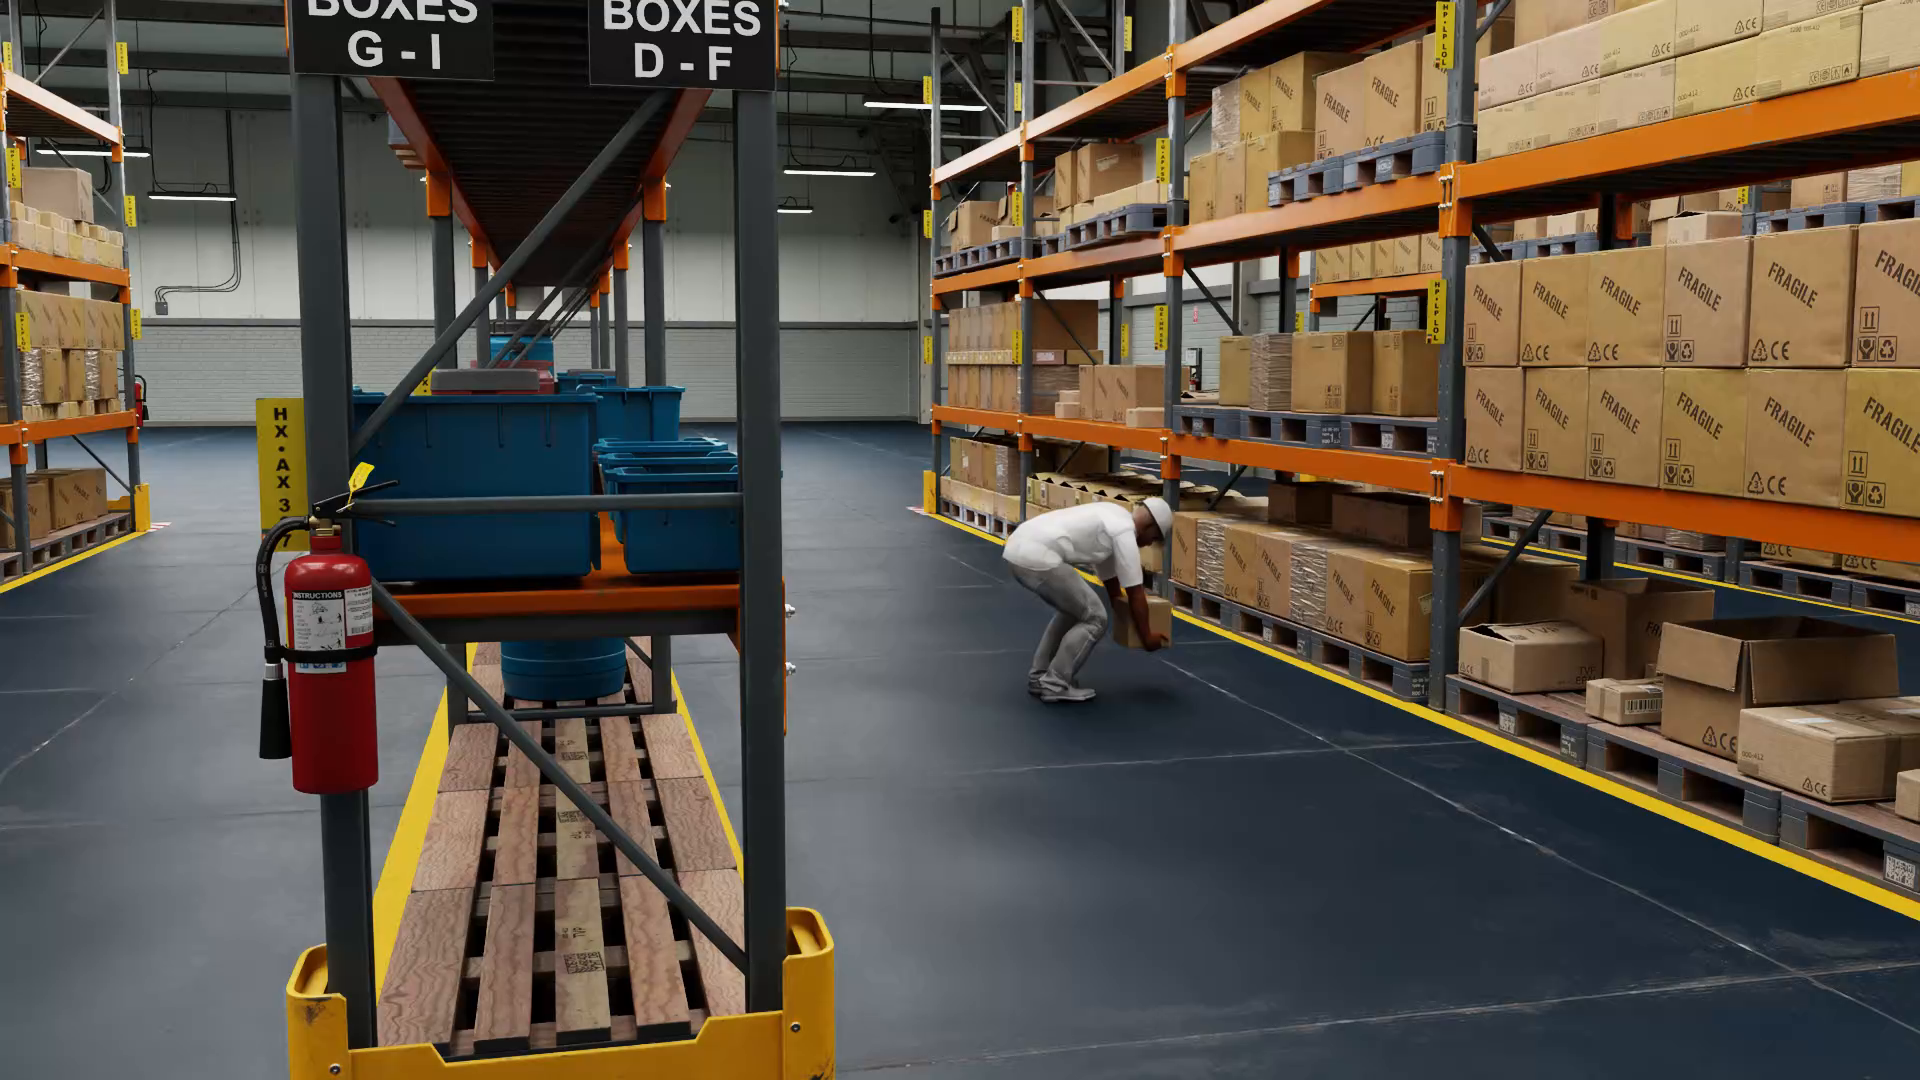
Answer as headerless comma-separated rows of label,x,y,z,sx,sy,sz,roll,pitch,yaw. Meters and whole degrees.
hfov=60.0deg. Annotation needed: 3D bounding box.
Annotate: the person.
person,0.722,0.313,9.130,0.957,1.083,0.515,-2,6,-16
